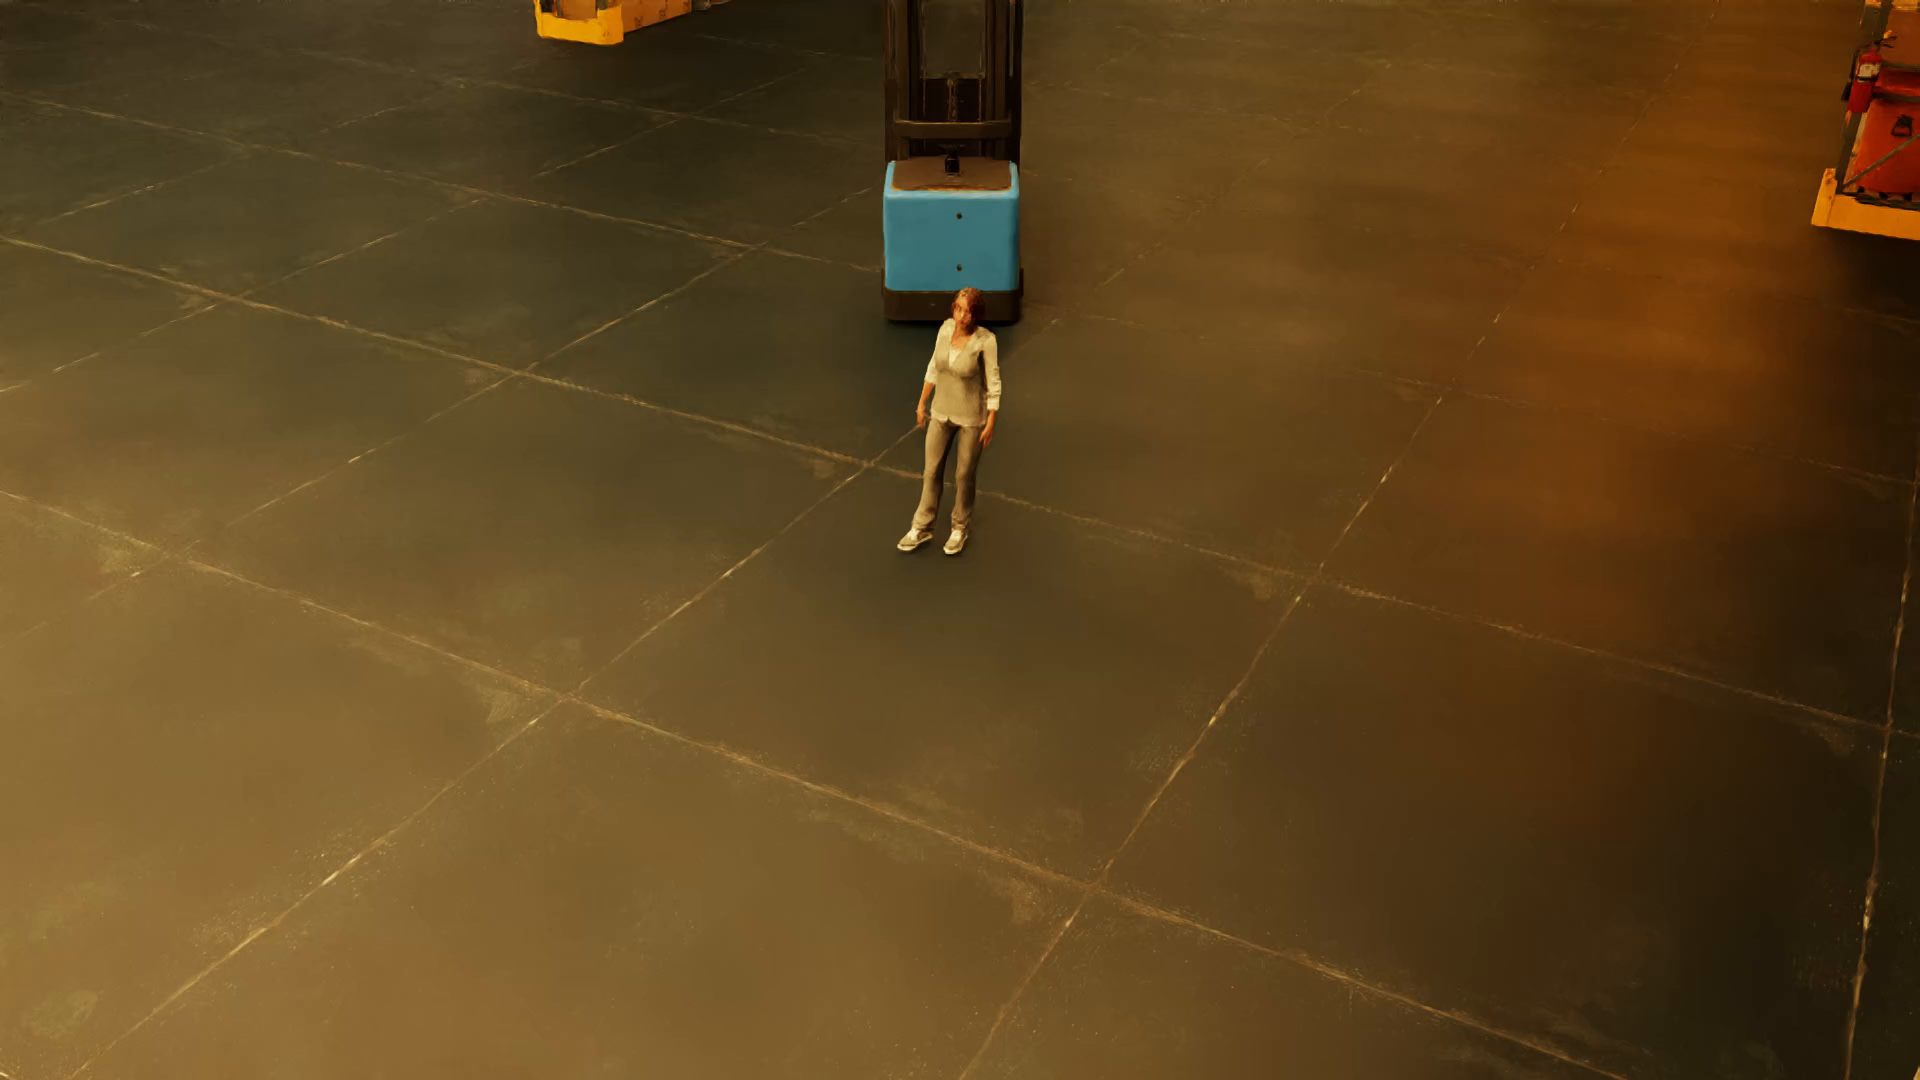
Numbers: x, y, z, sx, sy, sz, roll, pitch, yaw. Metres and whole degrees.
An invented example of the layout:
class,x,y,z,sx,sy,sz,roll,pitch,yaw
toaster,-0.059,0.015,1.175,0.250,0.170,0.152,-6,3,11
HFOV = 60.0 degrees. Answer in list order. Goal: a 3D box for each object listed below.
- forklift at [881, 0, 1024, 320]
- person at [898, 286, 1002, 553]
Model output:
class,x,y,z,sx,sy,sz,roll,pitch,yaw
forklift,-0.055,-3.657,13.407,1.130,2.935,3.031,0,30,0
person,-0.048,-0.669,9.550,0.521,1.597,0.474,15,33,25
